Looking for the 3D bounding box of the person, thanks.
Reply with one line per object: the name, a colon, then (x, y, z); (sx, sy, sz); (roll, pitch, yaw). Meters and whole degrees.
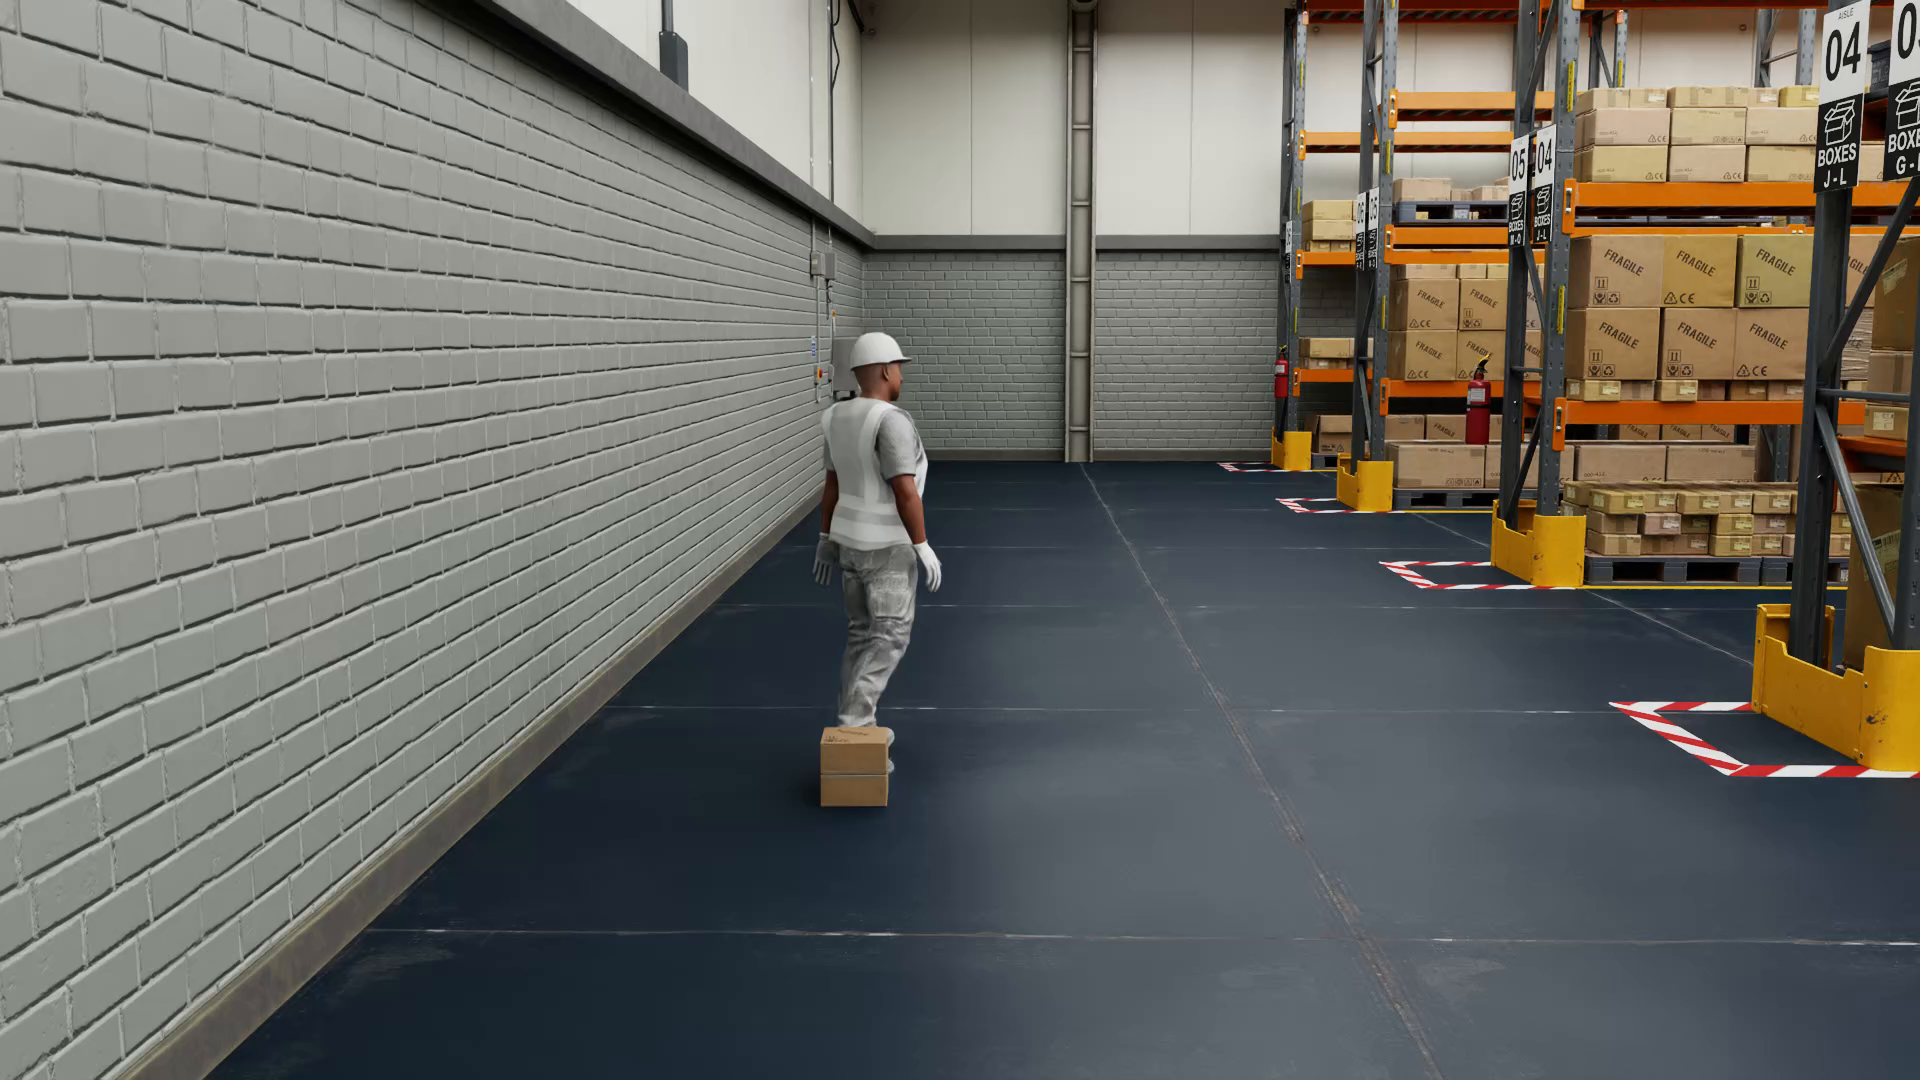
person: (-0.355, 0.044, 6.801); (0.506, 1.775, 0.741); (-4, 8, -30)
